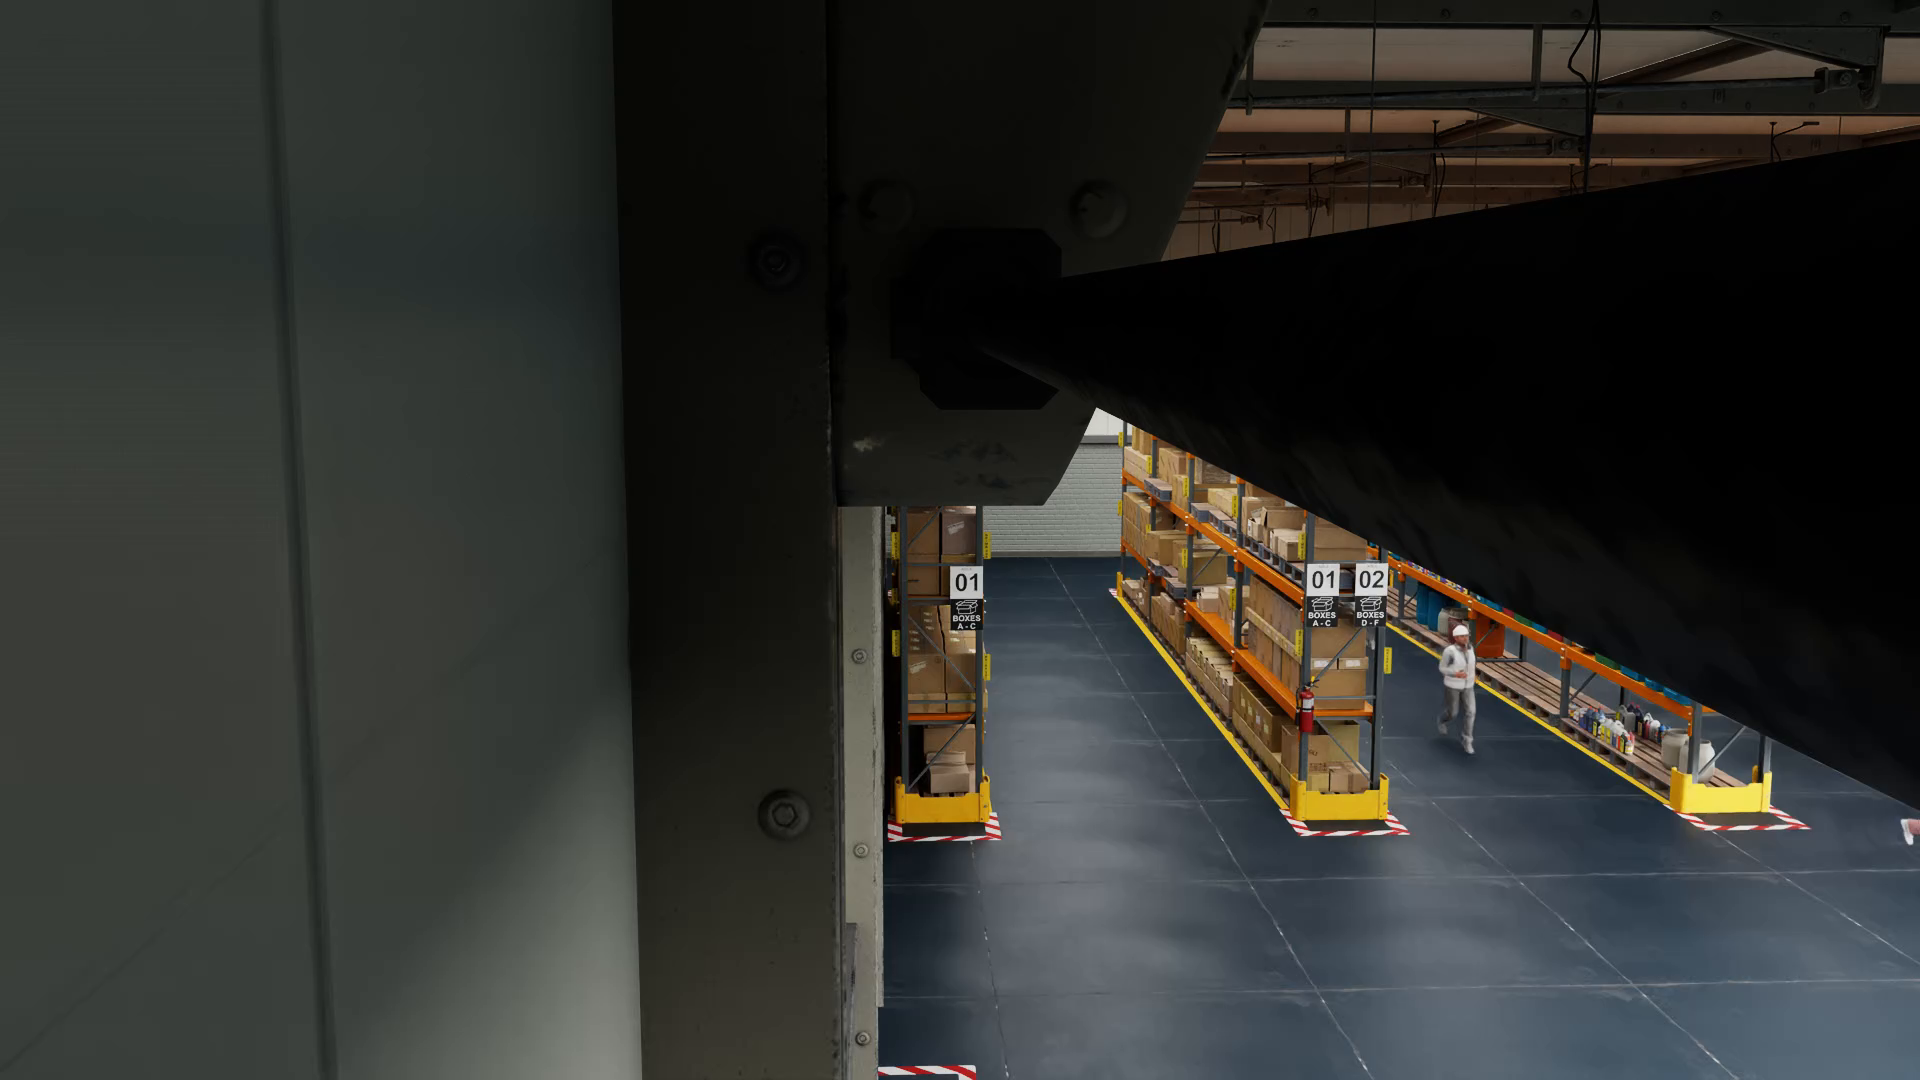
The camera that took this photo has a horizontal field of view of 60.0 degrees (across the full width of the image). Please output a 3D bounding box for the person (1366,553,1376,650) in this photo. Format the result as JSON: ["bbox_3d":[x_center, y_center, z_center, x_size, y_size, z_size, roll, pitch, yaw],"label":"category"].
[{"bbox_3d":[7.590,1.137,30.814,0.685,1.804,0.754,0,8,-1],"label":"person"}]

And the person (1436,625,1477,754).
[{"bbox_3d":[7.169,2.118,23.964,0.690,1.818,0.923,-2,8,-16],"label":"person"}]

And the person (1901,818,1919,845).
[{"bbox_3d":[11.068,2.921,18.824,0.678,1.627,0.608,4,9,29],"label":"person"}]
